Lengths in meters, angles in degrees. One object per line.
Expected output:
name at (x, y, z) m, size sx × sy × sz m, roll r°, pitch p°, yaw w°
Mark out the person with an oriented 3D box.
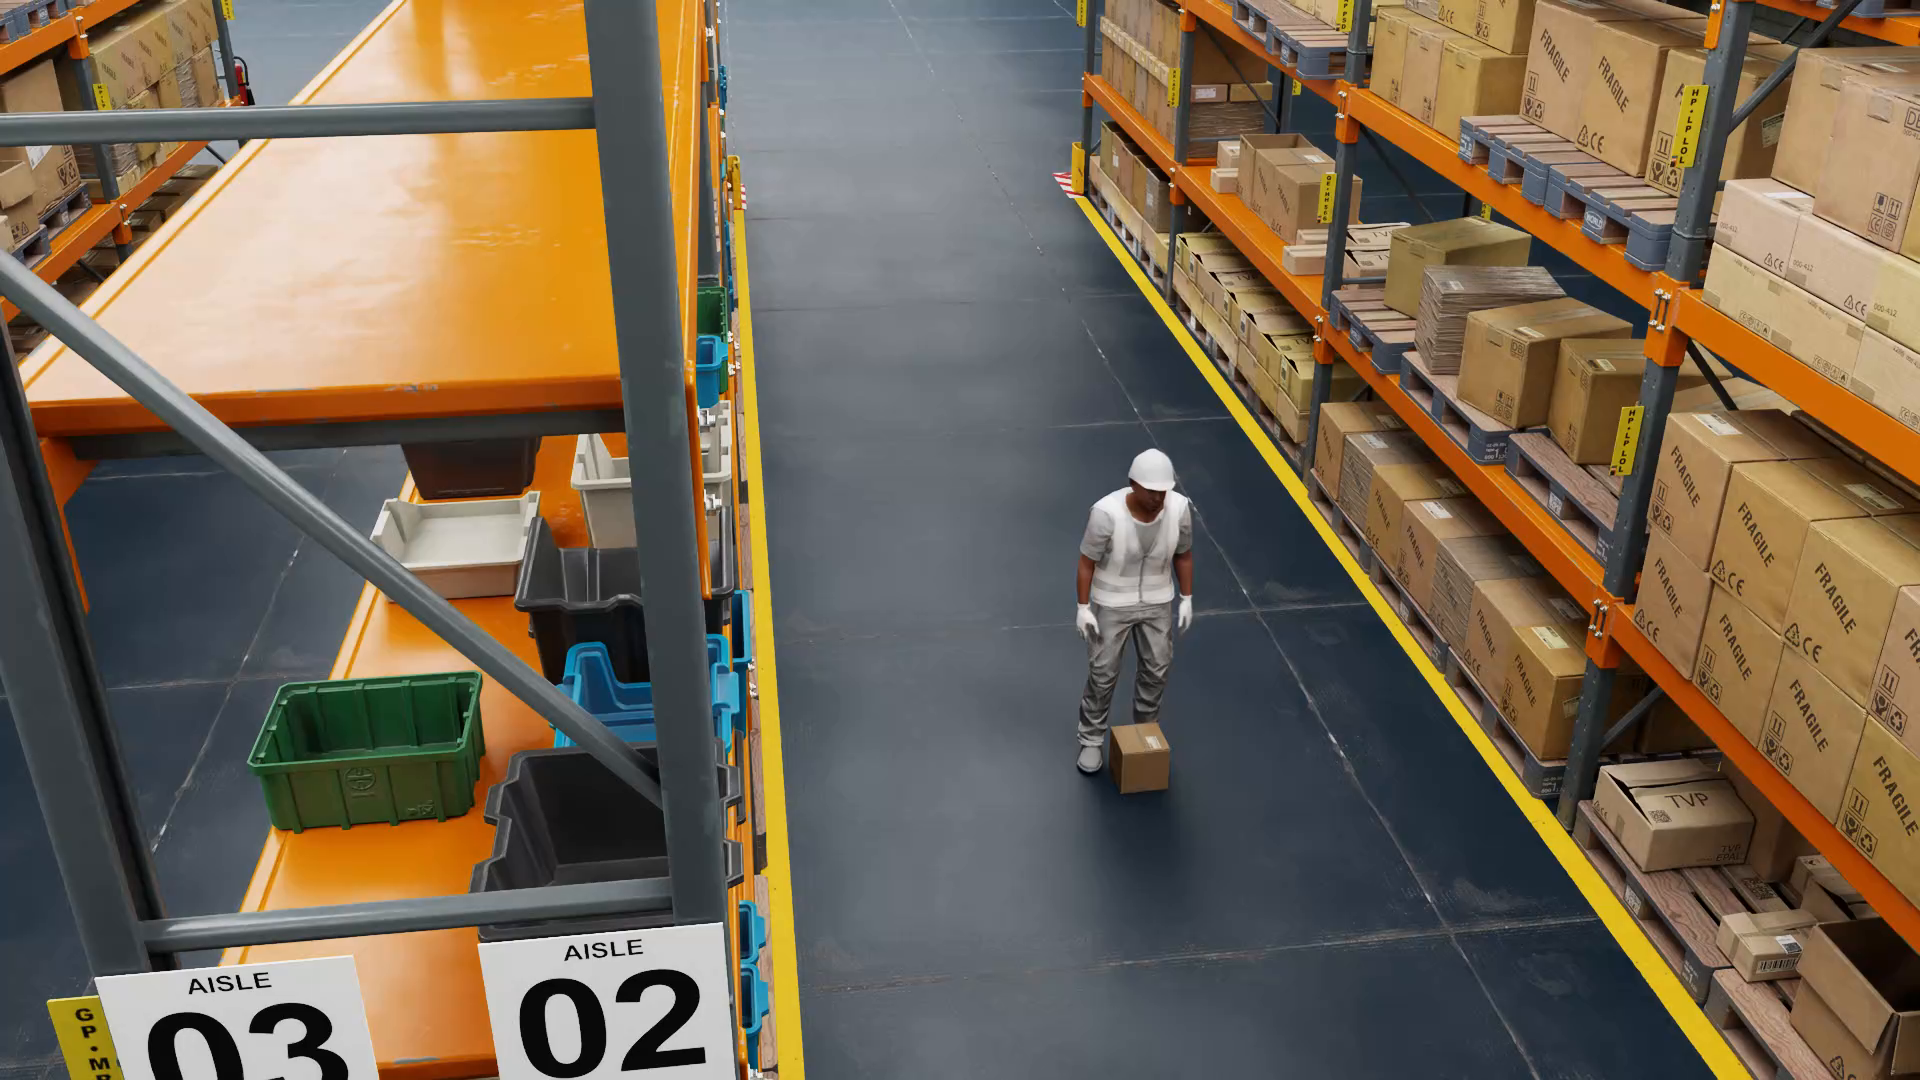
person at (0.885, 0.342, 8.422) m, size 0.621 × 1.772 × 0.449 m, roll -5°, pitch 27°, yaw -10°
